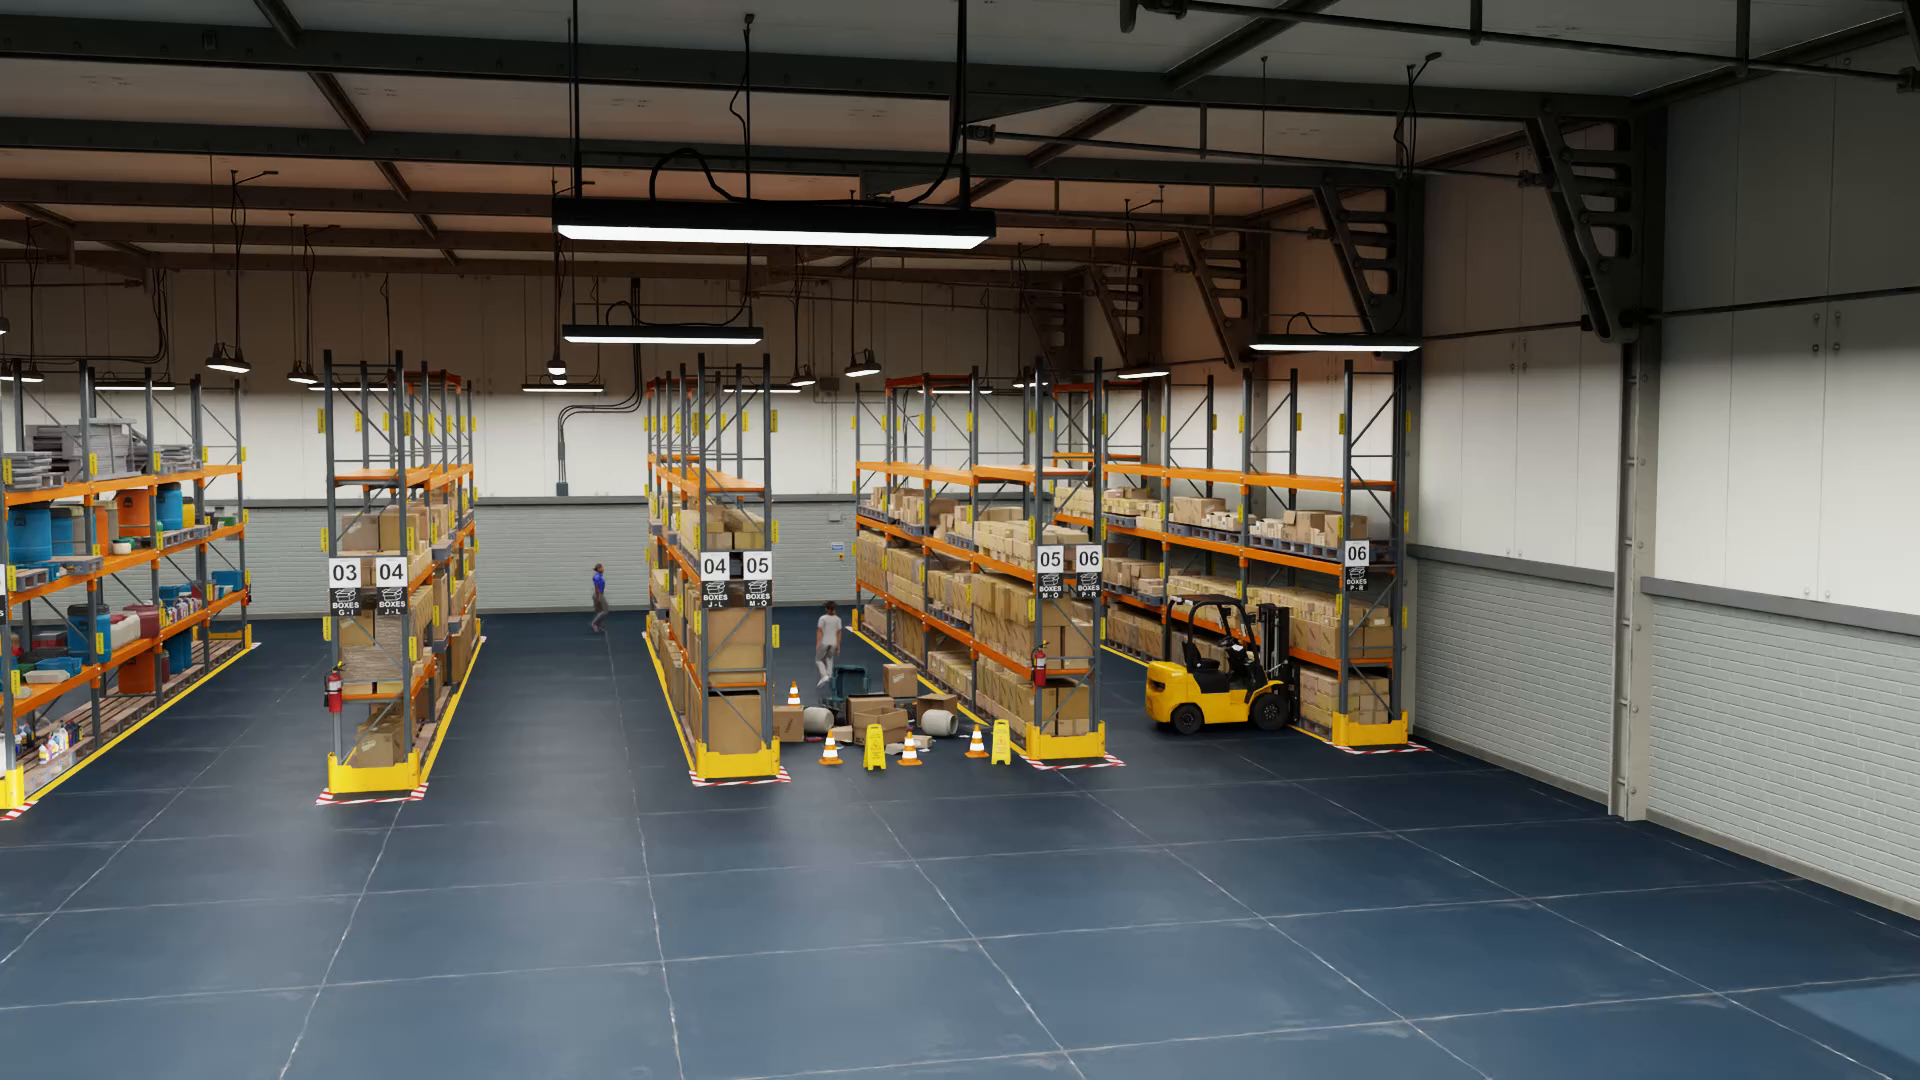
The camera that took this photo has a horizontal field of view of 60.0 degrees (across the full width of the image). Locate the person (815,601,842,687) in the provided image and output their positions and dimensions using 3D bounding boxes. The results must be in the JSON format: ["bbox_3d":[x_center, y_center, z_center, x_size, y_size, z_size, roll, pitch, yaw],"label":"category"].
[{"bbox_3d":[-2.418,1.906,30.645,0.481,1.579,0.566,-1,4,-13],"label":"person"}]

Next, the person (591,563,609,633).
[{"bbox_3d":[-8.667,1.386,39.885,0.431,1.656,0.471,-1,4,-20],"label":"person"}]

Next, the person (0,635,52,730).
[{"bbox_3d":[-14.952,2.321,26.265,1.075,1.663,0.535,0,4,6],"label":"person"}]
